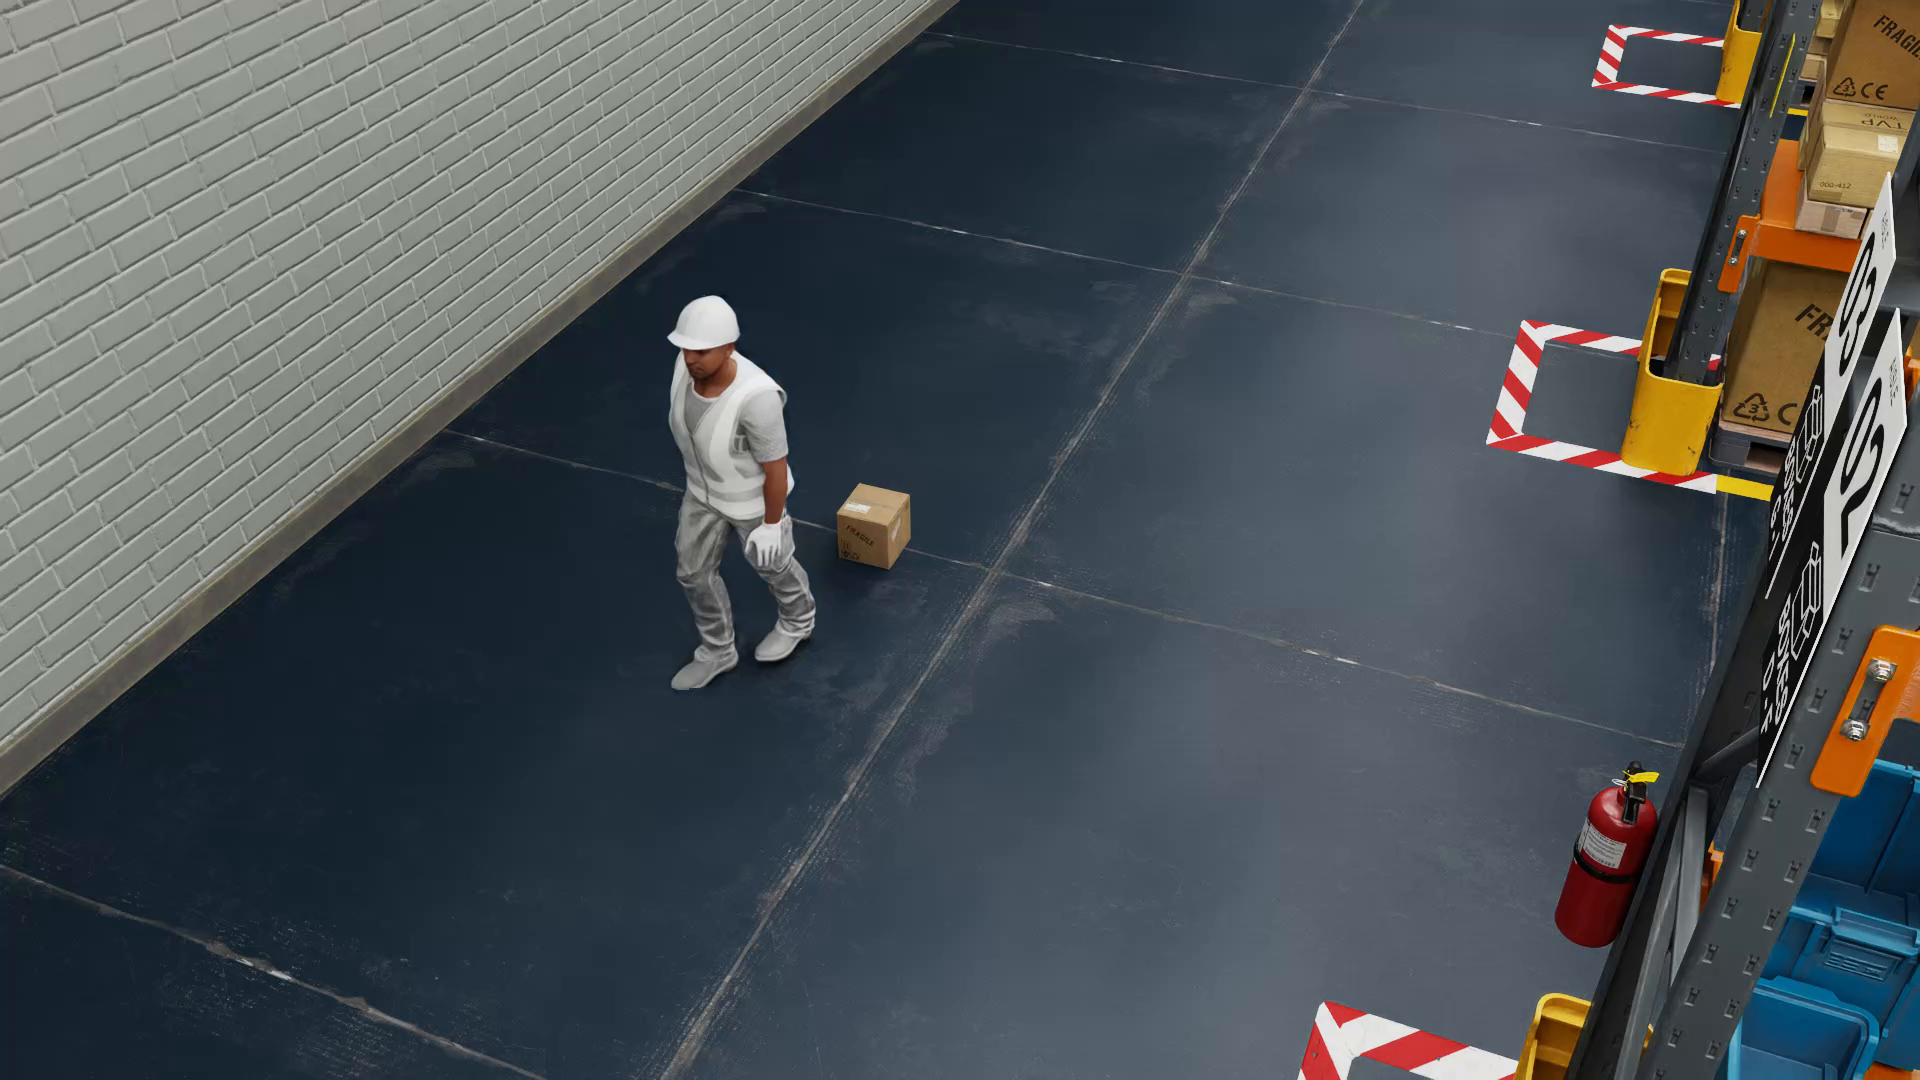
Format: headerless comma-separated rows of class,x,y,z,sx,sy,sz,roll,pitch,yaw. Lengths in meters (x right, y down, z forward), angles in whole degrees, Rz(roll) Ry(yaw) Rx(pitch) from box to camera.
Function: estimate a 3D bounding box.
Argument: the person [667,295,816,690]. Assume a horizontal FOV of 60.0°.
person,-0.836,-0.164,6.366,0.592,1.812,0.601,25,44,29
